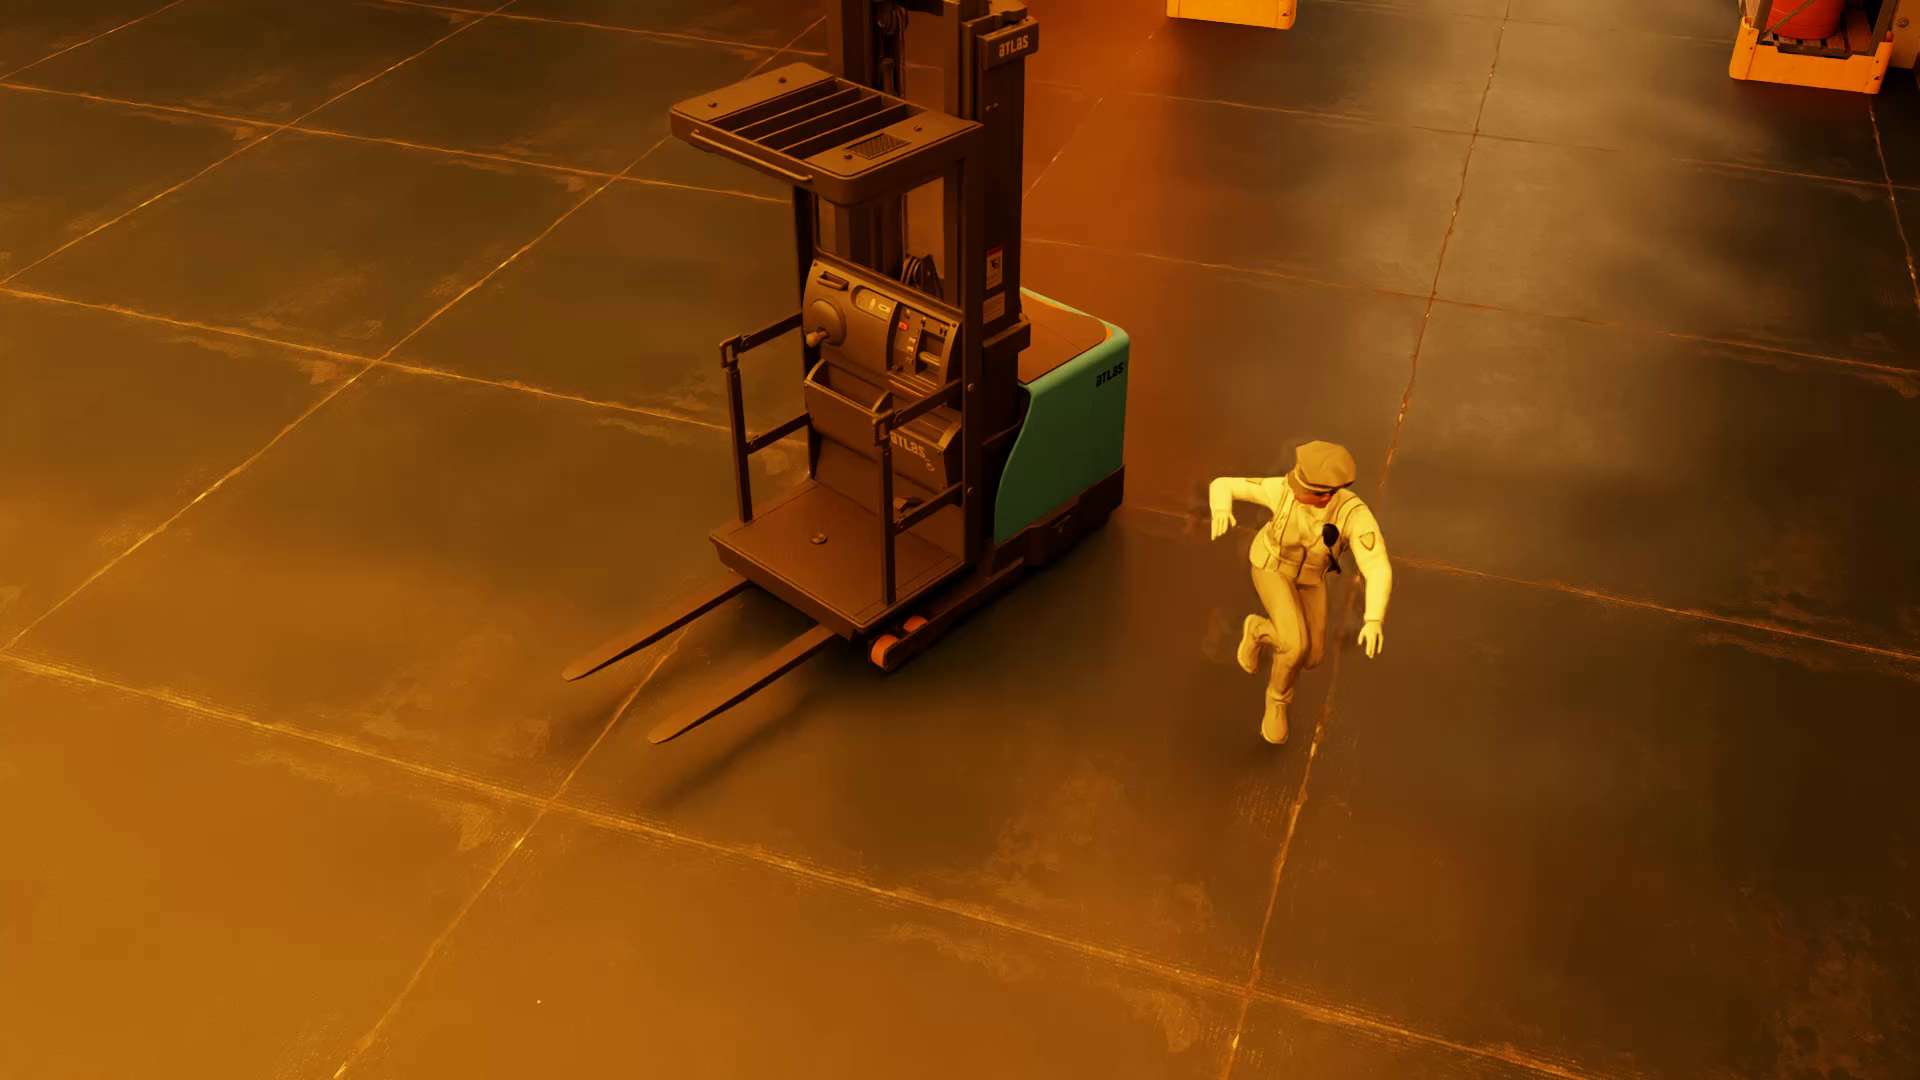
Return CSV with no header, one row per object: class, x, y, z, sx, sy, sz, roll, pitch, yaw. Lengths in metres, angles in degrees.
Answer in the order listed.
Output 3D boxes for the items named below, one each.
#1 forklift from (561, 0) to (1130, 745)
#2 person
forklift,-0.508,-0.922,7.411,1.130,2.935,3.031,28,44,34
person,1.401,0.256,7.089,0.730,1.409,1.011,-3,35,-4
